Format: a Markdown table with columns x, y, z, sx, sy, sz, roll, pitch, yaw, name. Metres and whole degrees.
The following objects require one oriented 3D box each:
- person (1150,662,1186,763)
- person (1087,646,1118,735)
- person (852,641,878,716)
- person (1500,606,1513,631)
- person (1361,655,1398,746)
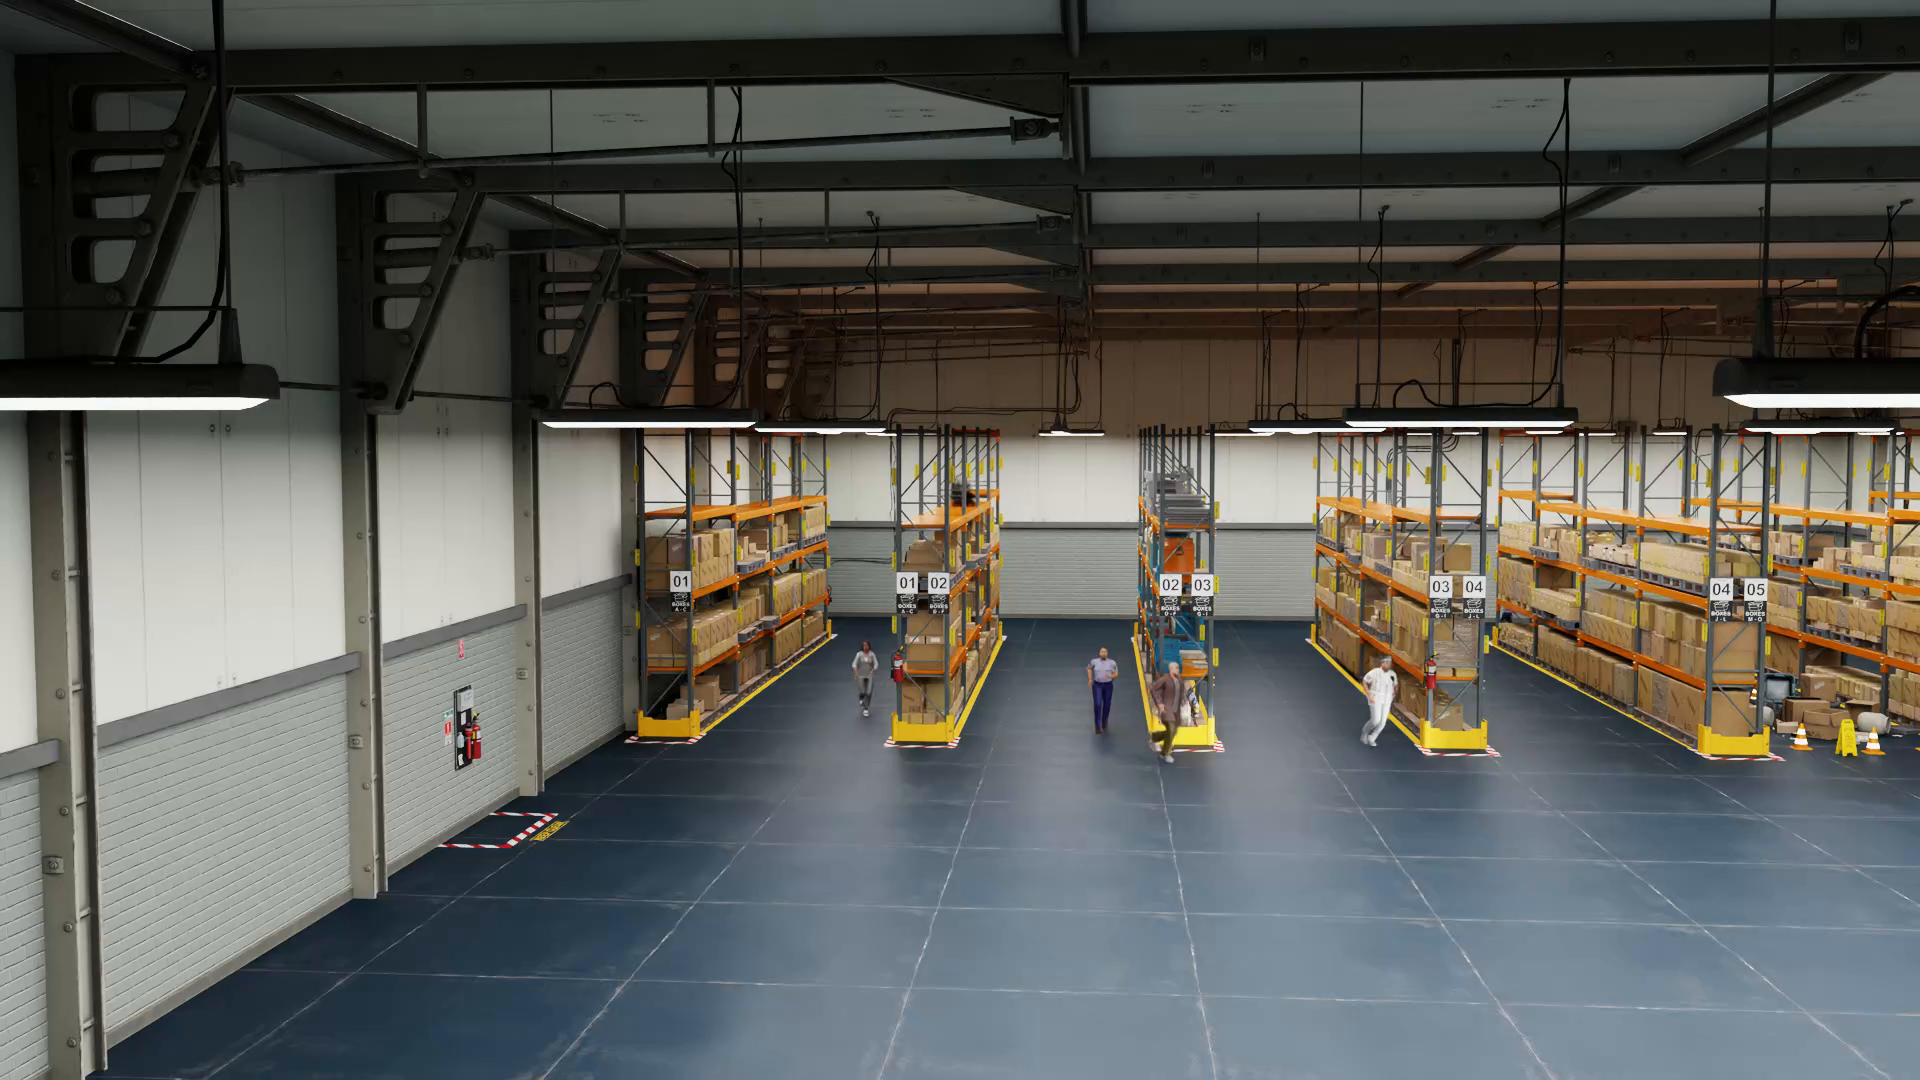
| x | y | z | sx | sy | sz | roll | pitch | yaw | name |
| --- | --- | --- | --- | --- | --- | --- | --- | --- | --- |
| 3.737 | 3.064 | 29.829 | 0.758 | 1.746 | 0.780 | -3 | 4 | -36 | person |
| 2.791 | 2.935 | 32.476 | 0.581 | 1.699 | 0.770 | 0 | 3 | -2 | person |
| -1.953 | 2.857 | 34.418 | 0.536 | 1.555 | 0.544 | 0 | 3 | -7 | person |
| 15.621 | 2.073 | 47.441 | 0.675 | 1.588 | 0.576 | 1 | 4 | 15 | person |
| 7.854 | 2.983 | 30.926 | 0.673 | 1.706 | 0.577 | -1 | 4 | -14 | person |
